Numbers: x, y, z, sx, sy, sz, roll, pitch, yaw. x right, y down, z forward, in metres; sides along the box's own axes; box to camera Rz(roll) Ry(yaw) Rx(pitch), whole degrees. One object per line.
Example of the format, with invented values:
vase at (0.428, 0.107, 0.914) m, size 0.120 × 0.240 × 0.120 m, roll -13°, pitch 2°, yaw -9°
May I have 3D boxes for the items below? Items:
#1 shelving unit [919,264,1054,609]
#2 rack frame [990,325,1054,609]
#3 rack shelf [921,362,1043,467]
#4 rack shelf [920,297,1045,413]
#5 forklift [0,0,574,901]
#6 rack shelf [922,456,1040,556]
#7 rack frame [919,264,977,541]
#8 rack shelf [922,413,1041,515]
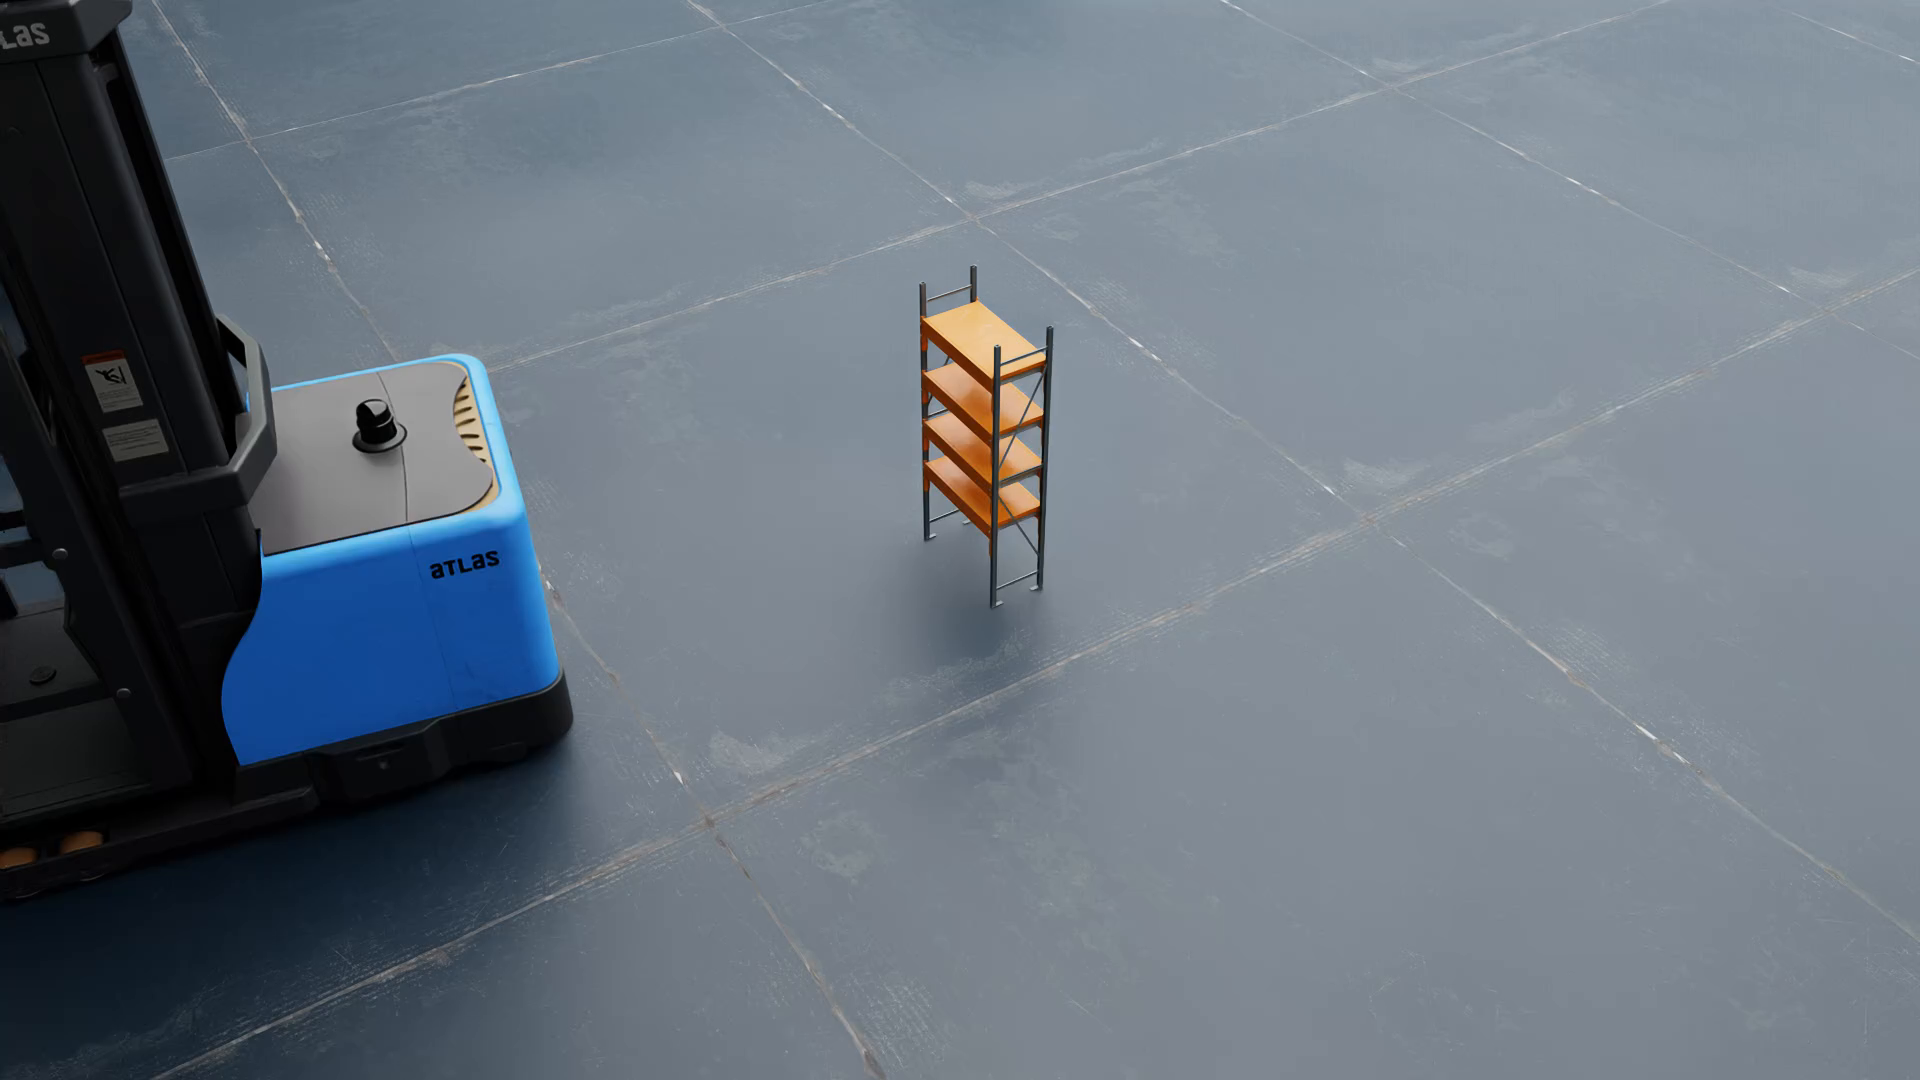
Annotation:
shelving unit at (0.089, -0.372, 6.259) m, size 0.258 × 1.200 × 0.503 m, roll -22°, pitch 45°, yaw -24°
rack frame at (0.220, -0.240, 6.101) m, size 0.240 × 1.200 × 0.015 m, roll -22°, pitch 45°, yaw -24°
rack shelf at (0.089, -0.492, 6.159) m, size 0.258 × 0.148 × 0.480 m, roll -22°, pitch 45°, yaw -24°
rack shelf at (0.089, -0.674, 6.007) m, size 0.258 × 0.148 × 0.480 m, roll -22°, pitch 45°, yaw -24°
forklift at (-2.935, -0.356, 4.888) m, size 3.031 × 2.935 × 1.130 m, roll -14°, pitch 42°, yaw -16°
rack shelf at (0.089, -0.167, 6.429) m, size 0.258 × 0.148 × 0.480 m, roll -22°, pitch 45°, yaw -24°
rack frame at (-0.042, -0.503, 6.417) m, size 0.240 × 1.200 × 0.015 m, roll -22°, pitch 45°, yaw -24°
rack shelf at (0.089, -0.320, 6.302) m, size 0.258 × 0.148 × 0.480 m, roll -22°, pitch 45°, yaw -24°
